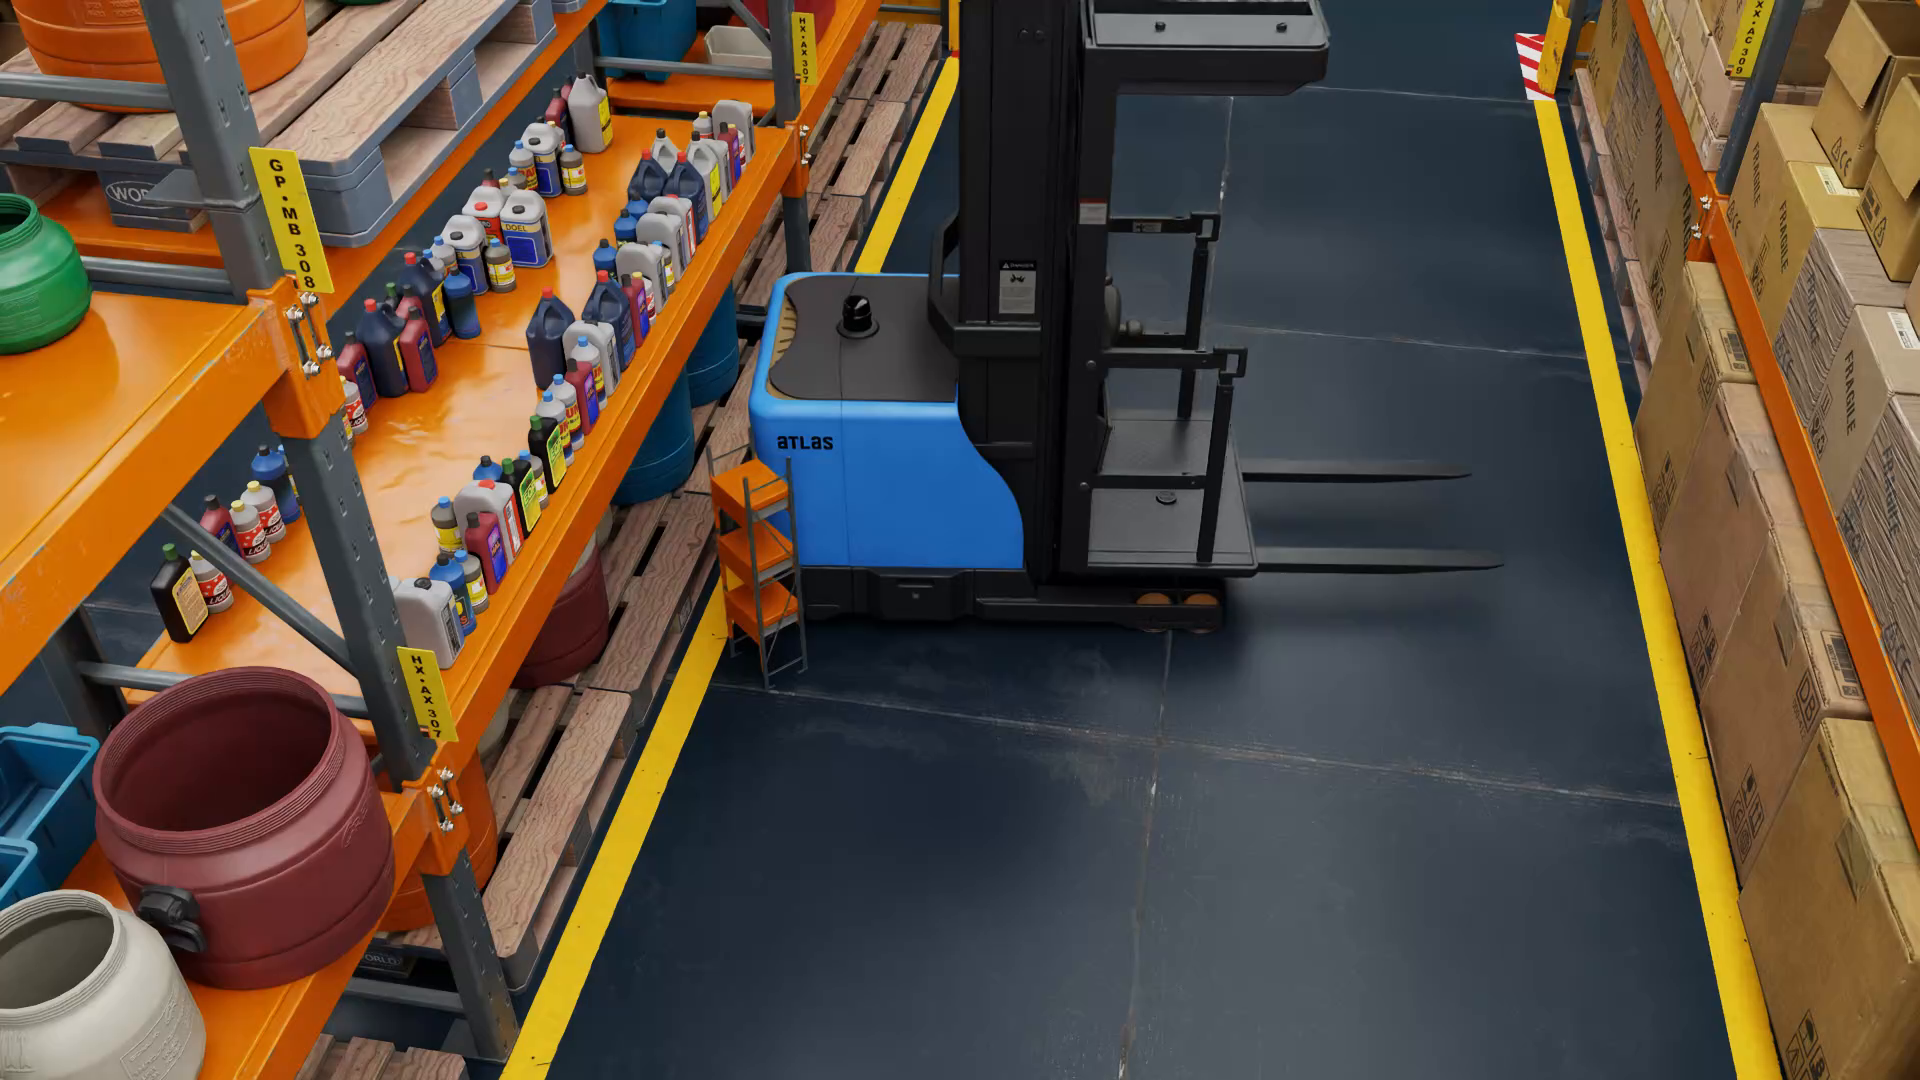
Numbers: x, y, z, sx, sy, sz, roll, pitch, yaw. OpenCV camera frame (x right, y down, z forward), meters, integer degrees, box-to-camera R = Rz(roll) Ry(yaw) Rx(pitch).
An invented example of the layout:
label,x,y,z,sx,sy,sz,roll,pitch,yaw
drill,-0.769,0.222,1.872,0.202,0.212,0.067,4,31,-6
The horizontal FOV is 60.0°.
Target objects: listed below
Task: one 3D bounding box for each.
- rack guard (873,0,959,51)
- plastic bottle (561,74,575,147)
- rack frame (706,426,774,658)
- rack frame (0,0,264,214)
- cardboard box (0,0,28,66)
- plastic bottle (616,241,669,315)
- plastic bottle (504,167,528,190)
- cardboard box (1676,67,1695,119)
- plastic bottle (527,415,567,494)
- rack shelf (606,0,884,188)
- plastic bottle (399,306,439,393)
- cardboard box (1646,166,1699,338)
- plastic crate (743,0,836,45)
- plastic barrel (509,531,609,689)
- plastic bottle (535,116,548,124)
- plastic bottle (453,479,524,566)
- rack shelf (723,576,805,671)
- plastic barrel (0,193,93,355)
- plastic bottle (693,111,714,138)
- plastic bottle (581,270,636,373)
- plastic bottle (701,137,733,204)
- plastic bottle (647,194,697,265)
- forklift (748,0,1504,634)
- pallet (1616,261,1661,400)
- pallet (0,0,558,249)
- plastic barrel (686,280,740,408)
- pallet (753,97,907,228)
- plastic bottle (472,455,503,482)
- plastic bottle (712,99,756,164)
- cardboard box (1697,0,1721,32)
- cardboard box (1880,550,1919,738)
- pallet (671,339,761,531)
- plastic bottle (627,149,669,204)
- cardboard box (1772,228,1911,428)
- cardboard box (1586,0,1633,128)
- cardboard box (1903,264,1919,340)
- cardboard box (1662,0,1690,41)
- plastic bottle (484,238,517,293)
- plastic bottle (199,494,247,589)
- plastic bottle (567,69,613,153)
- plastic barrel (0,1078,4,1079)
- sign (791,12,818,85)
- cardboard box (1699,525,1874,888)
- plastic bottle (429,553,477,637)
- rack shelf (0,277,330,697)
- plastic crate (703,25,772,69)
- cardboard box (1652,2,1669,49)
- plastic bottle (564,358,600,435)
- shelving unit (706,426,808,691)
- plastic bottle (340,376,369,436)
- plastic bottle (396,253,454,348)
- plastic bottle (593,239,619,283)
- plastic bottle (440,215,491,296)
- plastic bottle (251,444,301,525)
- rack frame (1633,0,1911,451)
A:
label,x,y,z,sx,sy,sz,roll,pitch,yaw
rack guard,-0.537,-3.667,11.293,1.175,0.500,0.348,6,40,8
plastic bottle,-1.705,-1.875,7.256,0.061,0.283,0.133,6,40,8
rack frame,-0.840,0.027,6.393,0.200,1.050,0.008,-27,47,-29
rack frame,-1.913,-1.905,2.492,1.000,3.000,0.127,6,40,8
cardboard box,-5.779,-3.039,10.185,0.797,0.503,0.637,6,40,8
plastic bottle,-1.185,-0.997,6.199,0.152,0.276,0.135,6,40,8
plastic bottle,-1.803,-1.418,6.767,0.097,0.201,0.097,0,40,0
cardboard box,3.476,-2.010,7.525,0.380,0.149,0.250,6,40,7
plastic bottle,-1.332,-0.298,5.348,0.061,0.283,0.133,6,40,8
rack shelf,-0.875,-3.081,9.187,1.077,0.370,4.000,6,40,8
plastic bottle,-1.892,-0.666,5.793,0.061,0.283,0.133,6,40,8
cardboard box,3.850,-1.305,7.813,0.875,0.875,0.875,6,40,8
plastic crate,-0.819,-2.684,8.045,0.402,0.464,0.583,6,40,8
plastic barrel,-1.650,0.157,6.269,0.600,0.588,0.708,6,40,8
plastic bottle,-1.746,-1.651,6.994,0.097,0.271,0.097,0,40,0
plastic bottle,-1.440,-0.071,5.080,0.152,0.276,0.135,6,40,8
rack shelf,-0.763,0.310,6.504,0.215,0.259,0.240,-27,47,-29
plastic barrel,-1.905,-0.528,3.303,0.294,0.245,0.294,0,40,0
plastic bottle,-1.097,-1.746,7.163,0.097,0.201,0.097,0,40,0
plastic bottle,-1.248,-0.780,5.878,0.144,0.351,0.185,6,40,8
plastic bottle,-1.034,-1.543,6.860,0.152,0.276,0.135,6,40,8
plastic bottle,-1.121,-1.227,6.477,0.152,0.276,0.135,6,40,8
forklift,0.715,-1.093,6.272,3.031,2.935,1.130,1,40,1
pallet,3.866,-0.951,8.235,1.003,0.211,1.213,6,40,8
pallet,-1.684,-1.145,4.075,1.003,0.211,1.213,6,40,8
plastic barrel,-1.332,-1.117,7.564,0.600,0.901,0.708,6,40,8
pallet,-0.923,-2.262,9.820,1.003,0.211,1.213,6,40,8
plastic bottle,-1.453,-0.146,5.174,0.097,0.271,0.097,0,40,0
plastic bottle,-0.971,-1.772,7.137,0.152,0.276,0.135,6,40,8
cardboard box,3.564,-2.535,7.258,0.500,0.500,0.500,7,40,8
cardboard box,2.899,0.265,4.496,0.500,0.500,0.500,6,40,7
pallet,-1.395,-0.549,7.748,1.003,0.211,1.213,6,40,8
plastic bottle,-1.232,-1.371,6.593,0.144,0.351,0.185,6,40,8
cardboard box,3.158,-0.705,5.670,0.500,0.500,0.500,6,40,7
cardboard box,4.318,-3.000,9.862,0.875,0.875,0.875,6,40,8
cardboard box,3.333,-0.759,4.949,0.797,0.503,0.637,8,40,9
cardboard box,3.651,-2.565,7.883,0.500,0.250,0.500,7,40,9
plastic bottle,-1.751,-1.049,6.321,0.097,0.201,0.097,0,40,0
plastic bottle,-2.223,0.006,4.980,0.061,0.283,0.133,6,40,8
plastic bottle,-1.608,-1.874,7.201,0.144,0.351,0.185,6,40,8
plastic barrel,-1.954,1.298,3.239,0.421,0.512,0.421,0,40,0
sign,-0.679,-2.148,7.277,0.100,0.325,0.005,6,40,8
cardboard box,3.267,0.621,5.483,1.225,0.875,0.875,7,40,8
plastic bottle,-1.473,0.151,4.814,0.097,0.271,0.097,0,40,0
rack shelf,-2.259,0.784,2.159,1.077,0.370,4.000,6,40,8
plastic crate,-1.000,-2.301,7.839,0.396,0.136,0.243,6,40,8
cardboard box,3.609,-2.494,8.110,0.380,0.149,0.250,6,40,7
plastic bottle,-1.275,-0.504,5.597,0.061,0.283,0.133,6,40,8
shelving unit,-0.763,0.087,6.320,0.215,1.050,0.252,-27,47,-29
plastic bottle,-2.067,-0.460,5.608,0.097,0.201,0.097,0,40,0
plastic bottle,-1.942,-0.887,6.008,0.144,0.351,0.185,6,40,8
plastic bottle,-1.311,-0.997,6.203,0.097,0.271,0.097,0,40,0
plastic bottle,-1.877,-1.080,6.300,0.152,0.276,0.135,6,40,8
plastic bottle,-2.152,-0.182,5.217,0.097,0.271,0.097,0,40,0
rack frame,3.657,-1.557,6.779,1.000,3.000,0.127,6,40,8
